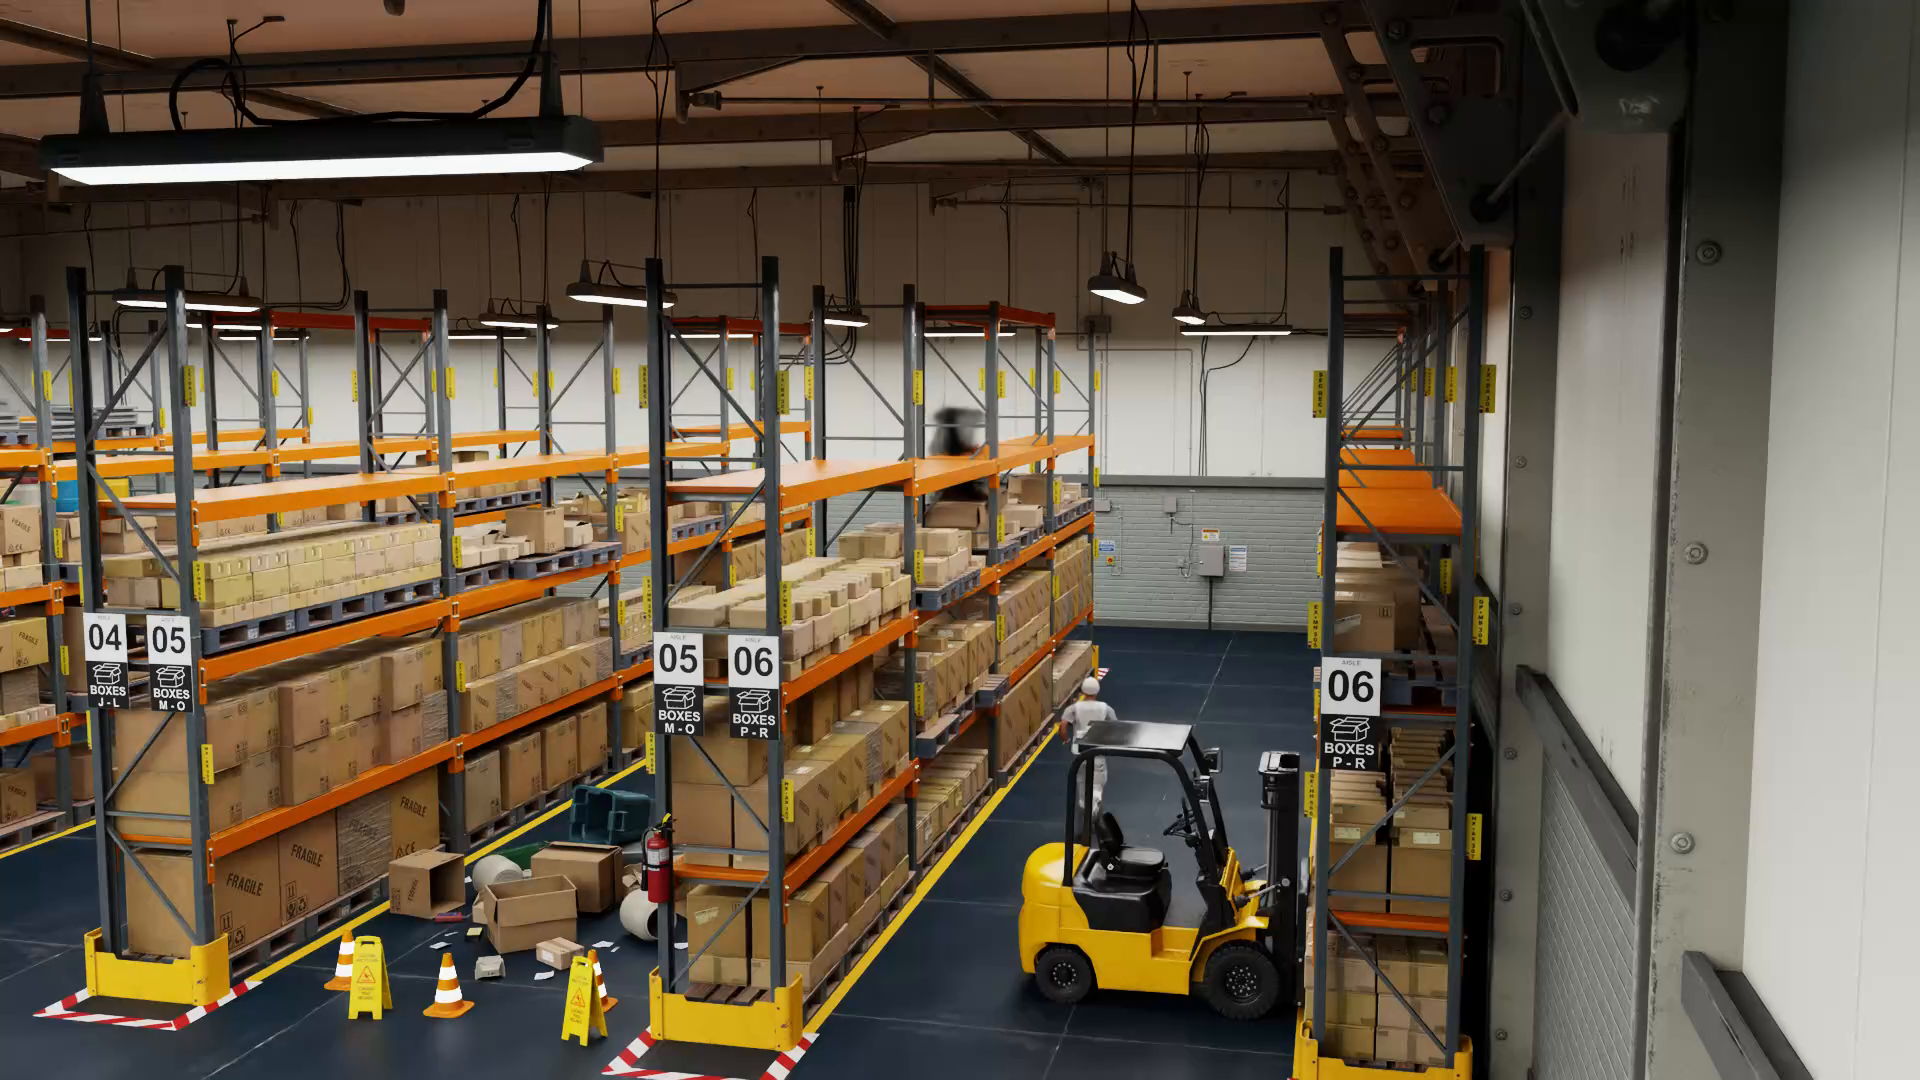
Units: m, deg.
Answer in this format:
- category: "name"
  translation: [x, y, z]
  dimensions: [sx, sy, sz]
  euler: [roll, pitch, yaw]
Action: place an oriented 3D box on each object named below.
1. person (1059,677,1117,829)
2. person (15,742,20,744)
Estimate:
- category: "person"
  translation: [1.446, 2.418, 18.532]
  dimensions: [0.665, 1.794, 0.917]
  euler: [1, 6, 9]
- category: "person"
  translation: [-13.188, 2.098, 22.623]
  dimensions: [0.588, 1.621, 0.767]
  euler: [-2, 6, -23]
